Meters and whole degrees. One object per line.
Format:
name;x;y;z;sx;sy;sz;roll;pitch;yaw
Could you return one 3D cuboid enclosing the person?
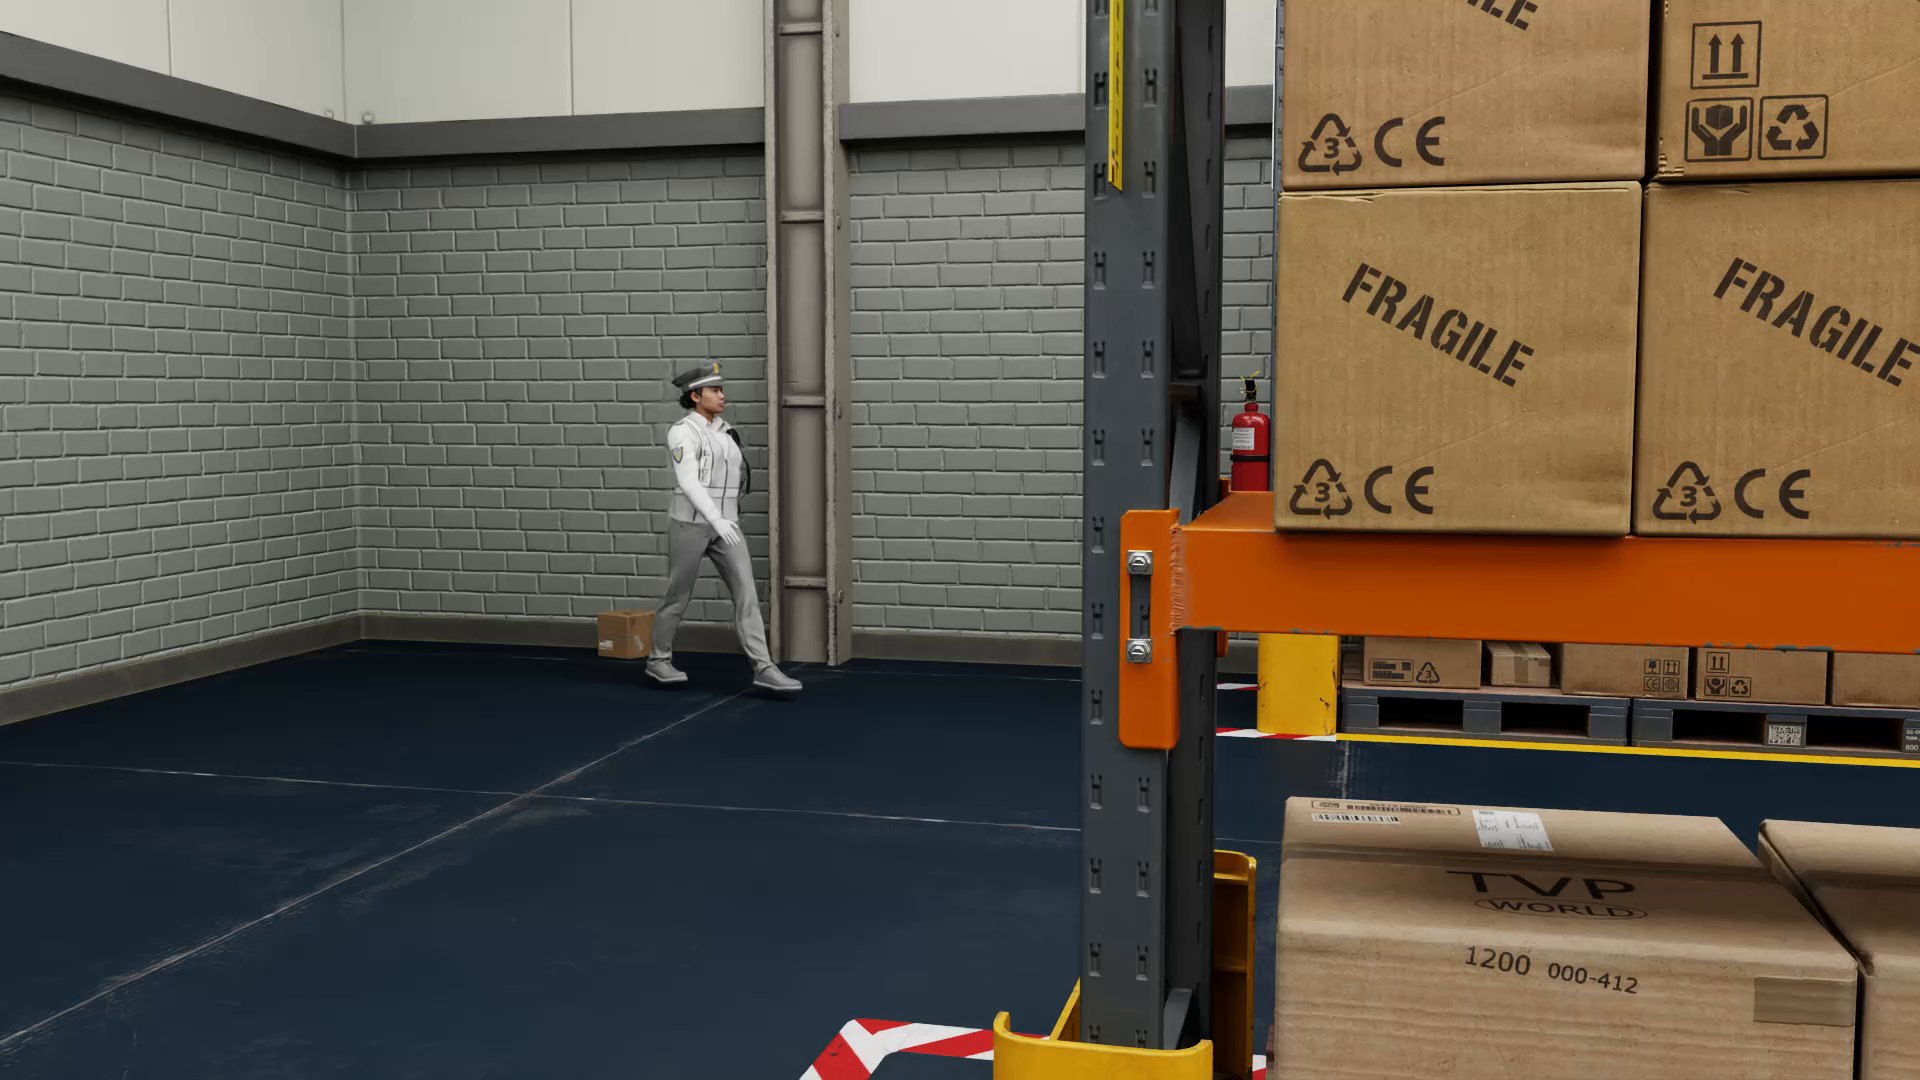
person;-1.204;-0.076;8.326;0.956;1.635;0.489;4;6;38
